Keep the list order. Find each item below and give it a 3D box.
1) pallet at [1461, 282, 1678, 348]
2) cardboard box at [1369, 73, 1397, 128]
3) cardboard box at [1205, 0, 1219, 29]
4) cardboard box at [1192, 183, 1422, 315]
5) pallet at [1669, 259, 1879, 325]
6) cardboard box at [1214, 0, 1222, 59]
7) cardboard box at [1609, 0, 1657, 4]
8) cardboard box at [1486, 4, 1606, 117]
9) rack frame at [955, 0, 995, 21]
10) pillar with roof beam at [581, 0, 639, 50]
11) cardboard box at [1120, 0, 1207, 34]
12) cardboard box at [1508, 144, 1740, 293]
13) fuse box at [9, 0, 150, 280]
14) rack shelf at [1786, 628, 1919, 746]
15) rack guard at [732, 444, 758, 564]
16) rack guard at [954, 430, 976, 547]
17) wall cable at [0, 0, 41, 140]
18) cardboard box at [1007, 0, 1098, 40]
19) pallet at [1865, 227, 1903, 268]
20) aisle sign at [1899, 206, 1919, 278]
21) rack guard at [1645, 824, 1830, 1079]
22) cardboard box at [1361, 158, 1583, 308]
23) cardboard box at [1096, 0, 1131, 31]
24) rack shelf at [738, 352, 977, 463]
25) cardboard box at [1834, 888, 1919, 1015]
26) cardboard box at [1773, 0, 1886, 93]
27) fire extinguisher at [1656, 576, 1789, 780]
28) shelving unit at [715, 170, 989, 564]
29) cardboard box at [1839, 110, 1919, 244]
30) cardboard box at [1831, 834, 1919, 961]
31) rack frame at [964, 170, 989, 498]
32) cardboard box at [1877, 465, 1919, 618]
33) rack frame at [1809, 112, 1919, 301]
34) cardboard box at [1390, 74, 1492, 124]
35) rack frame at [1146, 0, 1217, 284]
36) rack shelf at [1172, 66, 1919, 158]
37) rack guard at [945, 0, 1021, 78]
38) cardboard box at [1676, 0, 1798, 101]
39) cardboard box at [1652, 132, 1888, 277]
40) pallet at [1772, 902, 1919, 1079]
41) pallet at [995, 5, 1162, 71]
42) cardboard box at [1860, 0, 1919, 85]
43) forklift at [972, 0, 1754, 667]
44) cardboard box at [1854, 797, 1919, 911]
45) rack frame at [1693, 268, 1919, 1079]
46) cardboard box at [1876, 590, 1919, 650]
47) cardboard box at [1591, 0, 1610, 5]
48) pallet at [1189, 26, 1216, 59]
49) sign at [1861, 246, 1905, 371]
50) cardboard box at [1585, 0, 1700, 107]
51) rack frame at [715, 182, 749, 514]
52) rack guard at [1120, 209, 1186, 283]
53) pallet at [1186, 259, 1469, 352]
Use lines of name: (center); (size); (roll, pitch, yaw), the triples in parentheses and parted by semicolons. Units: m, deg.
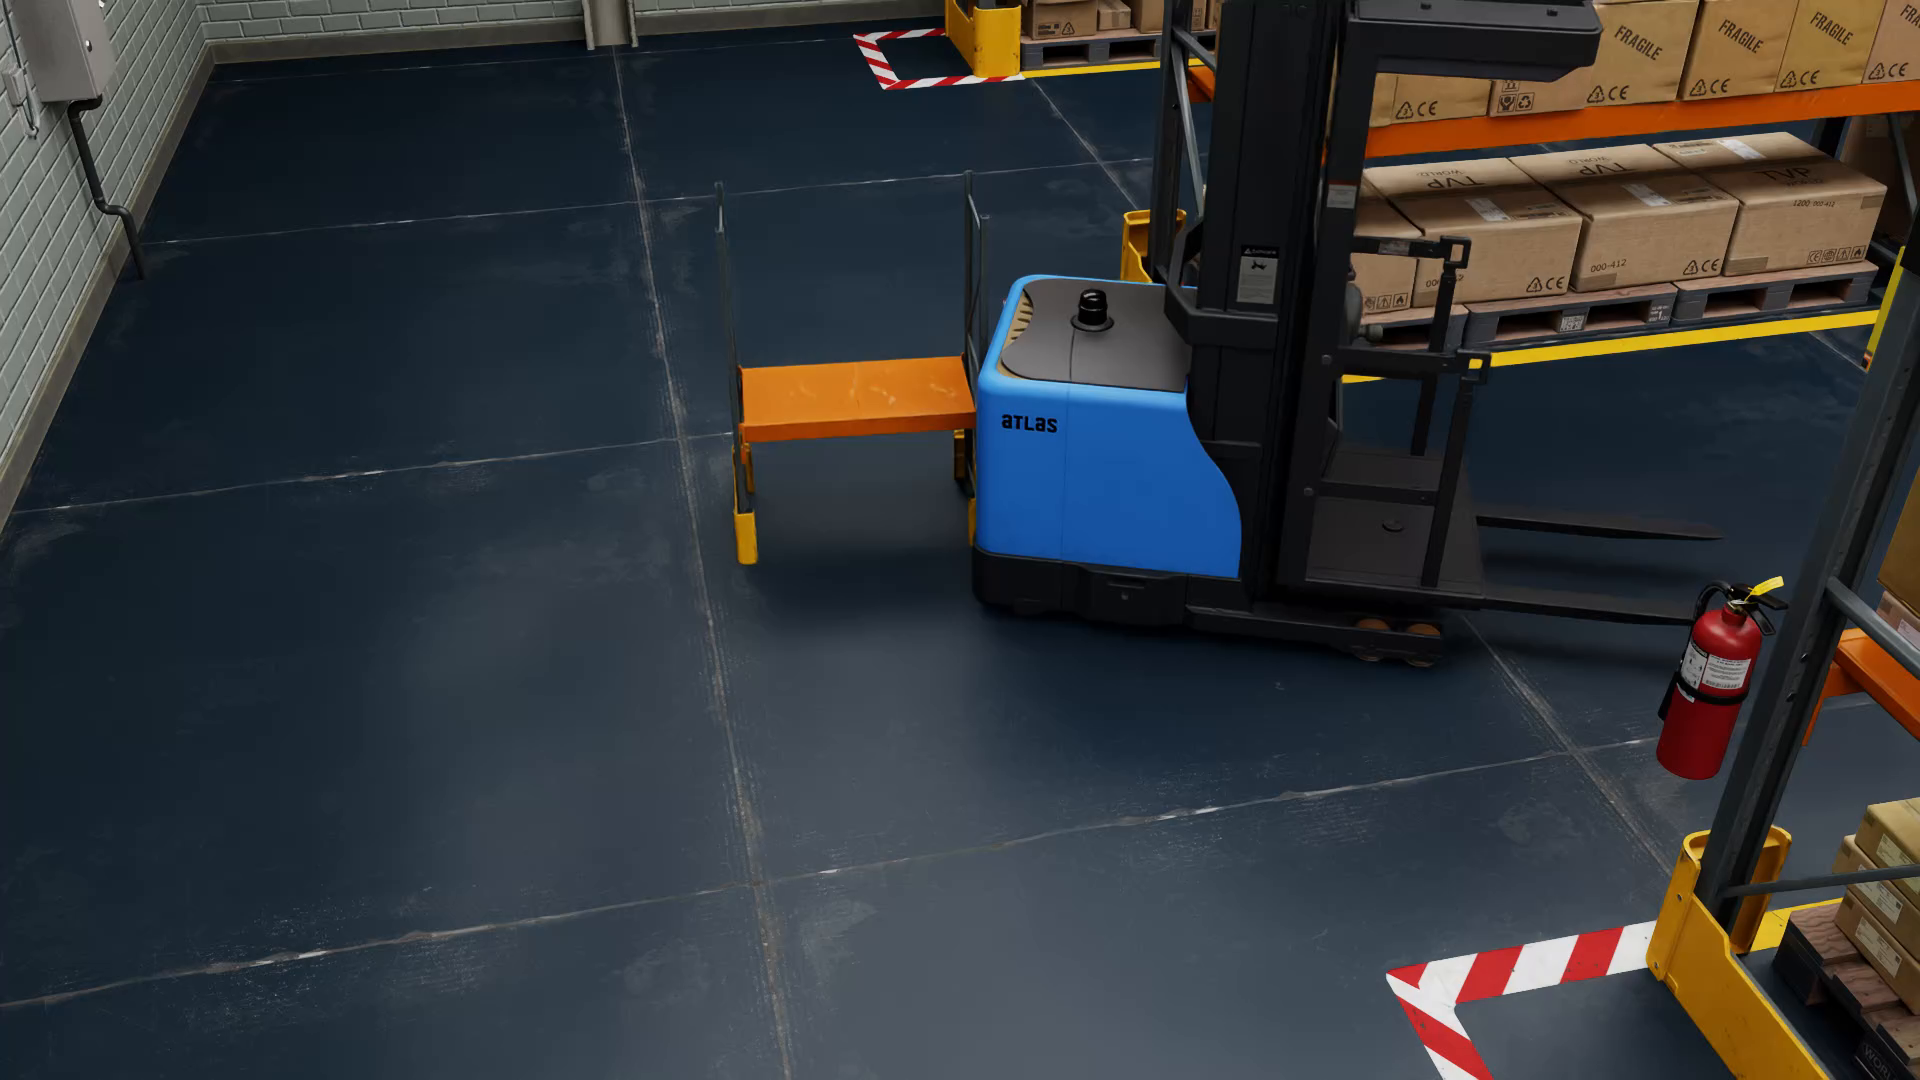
pallet: (3.139, -1.438, 9.203); (1.213, 0.211, 1.003); (-7, 35, -11)
cardboard box: (1.720, -2.252, 7.824); (0.500, 0.500, 0.500); (-7, 35, -11)
cardboard box: (2.088, -4.259, 12.771); (0.500, 0.500, 0.500); (-7, 34, -10)
cardboard box: (1.810, -1.553, 8.795); (0.875, 0.438, 0.875); (-8, 35, -12)
pallet: (4.331, -1.590, 9.430); (1.213, 0.211, 1.003); (-7, 35, -11)
cardboard box: (1.601, -2.552, 8.271); (0.500, 0.500, 0.500); (-7, 34, -10)
cardboard box: (3.209, -2.865, 7.840); (0.500, 0.500, 0.500); (-7, 35, -10)
cardboard box: (2.708, -2.382, 8.017); (0.500, 0.500, 0.500); (-7, 35, -11)
rack frame: (0.090, -5.004, 12.015); (0.127, 3.000, 1.000); (-7, 35, -11)
pillar with roof beam: (-1.789, -5.314, 7.093); (0.400, 9.000, 9.100); (-7, 35, -11)
cardboard box: (1.550, -4.248, 12.755); (0.500, 0.500, 0.700); (-6, 34, -9)
cardboard box: (3.581, -1.780, 9.133); (0.875, 0.438, 0.875); (-8, 35, -12)
fuse box: (-4.627, -2.226, 9.031); (0.414, 1.711, 0.539); (-7, 35, -11)
rack shelf: (4.330, 0.424, 4.572); (4.000, 0.370, 1.077); (-7, 35, -11)
rack guard: (-0.941, -0.164, 7.271); (0.087, 0.250, 0.587); (-4, 34, -6)
rack guard: (0.047, -0.234, 7.375); (0.087, 0.250, 0.587); (-4, 34, -6)
wall cable: (-4.630, -2.792, 7.808); (0.122, 1.984, 0.588); (-7, 35, -11)
cardboard box: (0.708, -4.166, 12.629); (0.637, 0.503, 0.797); (-9, 35, -12)
pallet: (5.826, -1.777, 9.708); (1.213, 0.211, 1.003); (-7, 35, -11)
aisle sign: (2.242, -0.863, 3.511); (0.004, 0.787, 0.394); (-7, 35, -11)
rack guard: (2.453, 1.399, 4.716); (0.348, 0.500, 1.175); (-7, 35, -11)
cardboard box: (2.701, -1.670, 8.969); (0.875, 0.438, 0.875); (-6, 34, -9)
cardboard box: (1.131, -4.050, 12.774); (0.250, 0.149, 0.380); (-9, 35, -12)
rack shelf: (-0.438, -0.569, 7.075); (1.000, 0.185, 0.538); (-4, 34, -6)
cardboard box: (2.847, 1.202, 4.948); (0.250, 0.149, 0.380); (-7, 34, -10)
cardboard box: (4.194, -2.578, 8.310); (0.500, 0.500, 0.500); (-8, 35, -12)
fire extinguisher: (2.032, 0.338, 4.459); (0.183, 0.674, 0.296); (-7, 35, -11)
shelving unit: (-0.447, -0.718, 6.974); (1.083, 1.500, 0.587); (-4, 34, -6)
cardboard box: (5.677, -2.211, 9.382); (0.875, 0.875, 0.875); (-6, 34, -9)
cardboard box: (2.831, 1.037, 4.928); (0.250, 0.149, 0.380); (-8, 35, -12)
rack frame: (0.066, -0.754, 7.028); (0.032, 1.500, 0.500); (-4, 34, -6)
cardboard box: (2.761, 0.011, 4.185); (0.500, 0.500, 0.500); (-6, 34, -10)
rack frame: (5.090, -2.799, 8.729); (0.127, 3.000, 1.000); (-7, 35, -11)
cardboard box: (2.207, -2.329, 7.939); (0.500, 0.500, 0.500); (-8, 35, -11)
rack frame: (1.189, -2.307, 7.996); (0.127, 3.000, 1.000); (-7, 35, -11)
rack shelf: (3.139, -2.254, 8.563); (4.000, 0.370, 1.077); (-7, 35, -11)
rack guard: (0.164, -3.976, 12.726); (0.348, 0.500, 1.175); (-7, 35, -11)
cardboard box: (3.706, -2.508, 8.206); (0.500, 0.500, 0.500); (-8, 35, -11)
cardboard box: (4.454, -1.890, 9.298); (0.875, 0.438, 0.875); (-8, 35, -11)
pallet: (3.254, 1.439, 4.917); (1.213, 0.211, 1.003); (-7, 35, -11)
pallet: (0.942, -3.954, 12.953); (1.213, 0.211, 1.003); (-7, 35, -11)
cardboard box: (4.694, -2.644, 8.409); (0.500, 0.500, 0.500); (-7, 34, -10)
forklift: (1.618, -1.044, 6.175); (3.031, 2.935, 1.130); (6, 34, 9)
cardboard box: (2.840, 0.930, 4.819); (0.250, 0.149, 0.380); (-7, 34, -10)
rack frame: (2.379, 0.371, 4.005); (0.127, 3.000, 1.000); (-7, 35, -11)
cardboard box: (2.635, 0.281, 4.364); (0.250, 0.149, 0.380); (-7, 35, -10)
cardboard box: (2.722, -2.803, 7.748); (0.500, 0.500, 0.500); (-7, 35, -11)
pallet: (2.129, -4.102, 13.174); (1.213, 0.211, 1.003); (-7, 35, -11)
sign: (2.276, -0.545, 4.048); (0.005, 0.325, 0.100); (-7, 35, -11)
cardboard box: (3.192, -2.452, 8.123); (0.500, 0.500, 0.500); (-6, 34, -9)
rack frame: (-0.943, -0.683, 6.922); (0.032, 1.500, 0.500); (-4, 34, -6)
rack guard: (1.165, -1.266, 8.688); (0.348, 0.500, 1.175); (-7, 35, -11)
pallet: (1.951, -1.290, 8.983); (1.213, 0.211, 1.003); (-7, 35, -11)
